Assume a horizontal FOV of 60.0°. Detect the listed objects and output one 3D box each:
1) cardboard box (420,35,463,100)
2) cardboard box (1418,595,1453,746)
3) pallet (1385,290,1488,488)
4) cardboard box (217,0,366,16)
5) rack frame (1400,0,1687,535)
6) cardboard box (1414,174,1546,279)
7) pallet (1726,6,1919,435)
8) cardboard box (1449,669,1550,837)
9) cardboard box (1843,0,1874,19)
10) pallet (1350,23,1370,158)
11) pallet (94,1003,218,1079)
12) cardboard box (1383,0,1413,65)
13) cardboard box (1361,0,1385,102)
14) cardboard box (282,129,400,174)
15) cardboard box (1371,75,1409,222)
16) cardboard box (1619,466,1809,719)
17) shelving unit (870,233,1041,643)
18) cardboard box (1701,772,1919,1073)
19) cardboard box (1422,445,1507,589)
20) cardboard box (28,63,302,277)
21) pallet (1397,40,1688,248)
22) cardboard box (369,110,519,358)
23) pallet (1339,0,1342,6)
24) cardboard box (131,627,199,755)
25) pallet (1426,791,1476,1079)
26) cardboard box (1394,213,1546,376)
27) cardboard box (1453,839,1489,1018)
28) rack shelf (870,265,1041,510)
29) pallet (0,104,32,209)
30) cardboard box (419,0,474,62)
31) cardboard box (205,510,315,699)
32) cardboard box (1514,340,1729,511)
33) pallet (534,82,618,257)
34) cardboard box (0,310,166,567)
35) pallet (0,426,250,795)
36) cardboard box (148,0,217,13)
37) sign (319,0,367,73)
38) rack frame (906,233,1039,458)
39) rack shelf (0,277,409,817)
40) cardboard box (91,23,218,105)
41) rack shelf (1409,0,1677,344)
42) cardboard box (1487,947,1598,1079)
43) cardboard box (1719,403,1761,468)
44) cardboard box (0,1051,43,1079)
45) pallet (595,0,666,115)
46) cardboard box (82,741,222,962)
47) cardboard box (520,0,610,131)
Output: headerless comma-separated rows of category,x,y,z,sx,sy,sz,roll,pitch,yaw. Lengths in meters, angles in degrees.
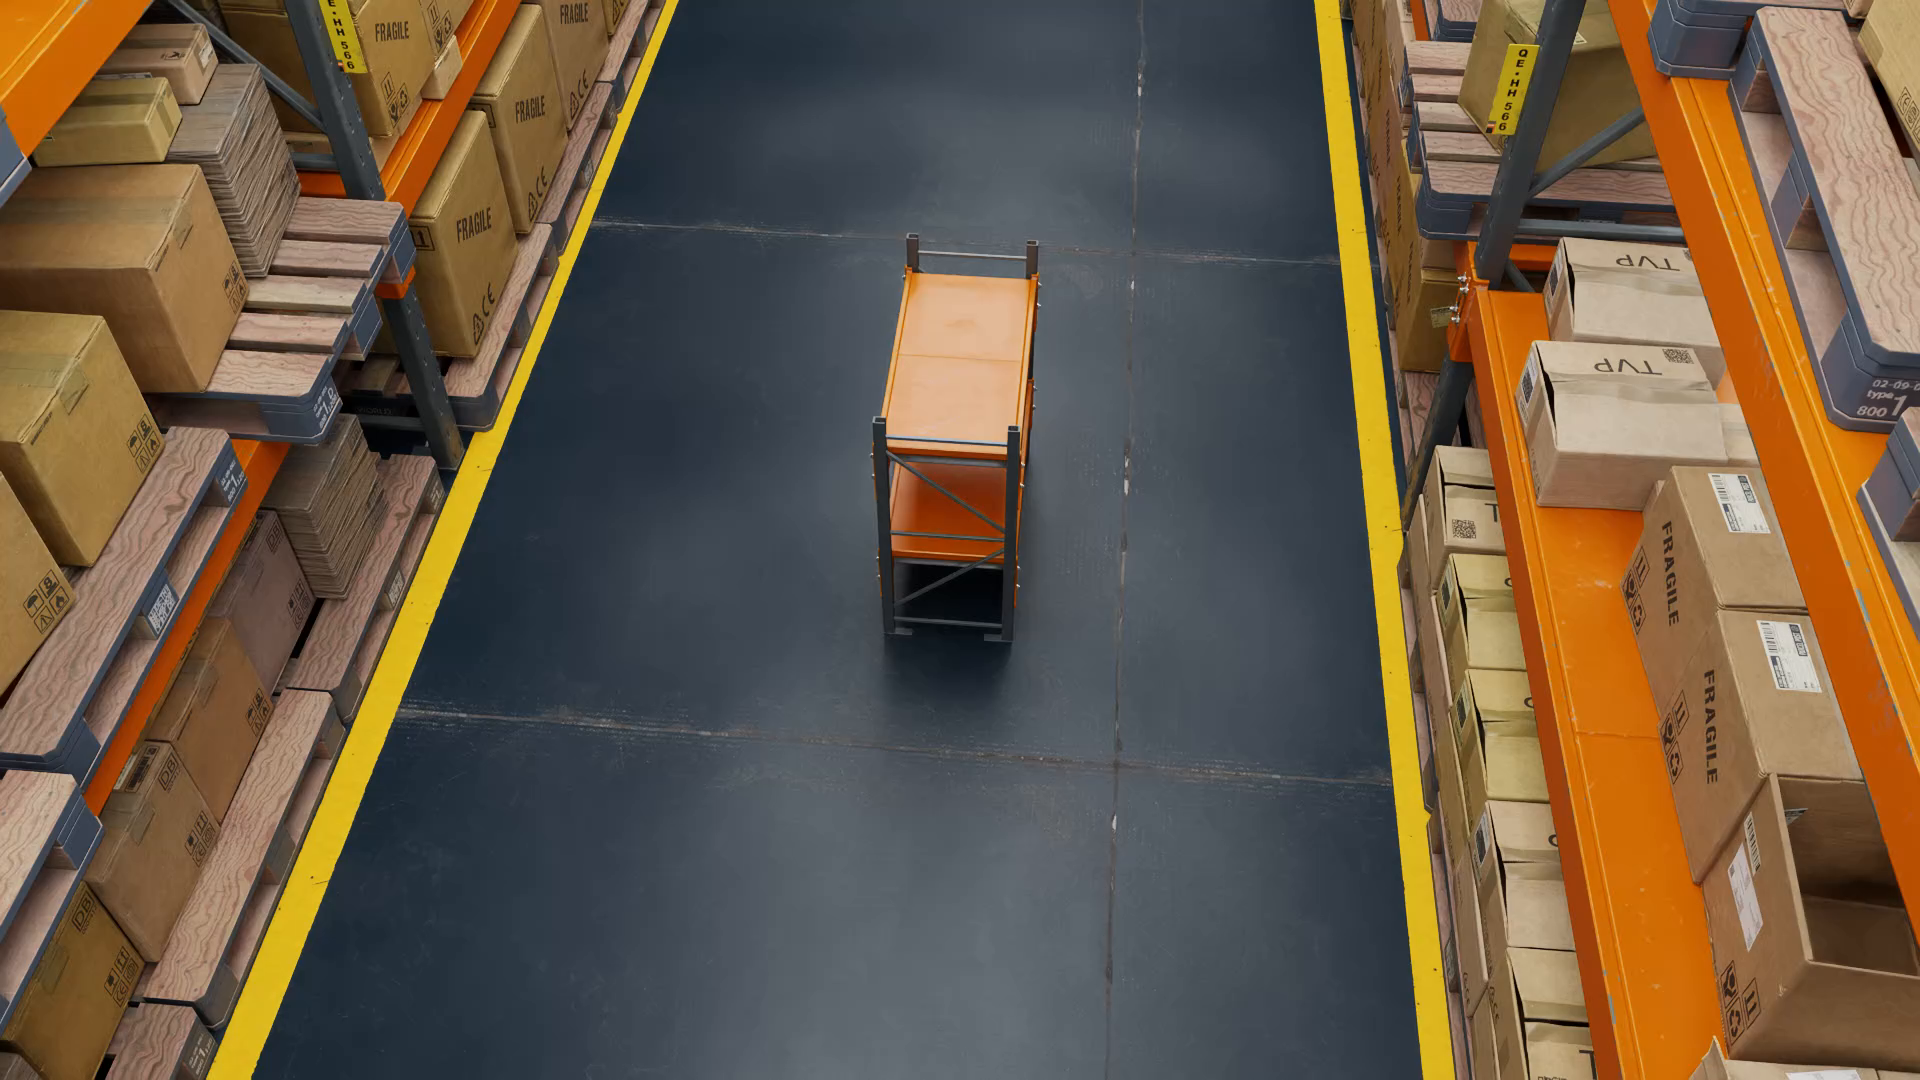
cardboard box,-2.220,-1.900,6.638,0.380,0.149,0.250,5,48,5
cardboard box,1.928,0.474,5.889,0.500,0.250,0.500,3,48,2
pallet,2.419,-0.652,7.229,1.003,0.211,1.213,4,48,4
cardboard box,-2.320,-2.109,5.881,0.500,0.250,0.500,5,48,4
rack frame,2.313,-1.047,5.701,1.000,3.000,0.127,4,48,4
cardboard box,2.165,-1.350,6.865,0.500,0.250,0.500,6,48,5
pallet,2.241,-0.669,3.450,1.003,0.211,1.213,6,48,5
cardboard box,1.885,0.676,5.323,0.500,0.311,0.500,3,48,2
cardboard box,2.298,-1.427,3.833,0.500,0.250,0.500,5,48,5
pallet,2.641,-2.445,8.869,1.003,0.211,1.213,4,48,4
pallet,-2.915,1.931,4.867,1.003,0.211,1.213,4,48,4
cardboard box,2.300,-2.470,7.890,0.500,0.250,0.500,4,48,4
cardboard box,2.353,-2.559,8.480,0.500,0.500,0.500,4,48,4
cardboard box,-2.360,-1.526,6.295,0.380,0.149,0.250,3,48,3
cardboard box,2.254,-1.821,7.805,0.500,0.500,0.500,2,48,2
cardboard box,2.176,0.153,4.535,0.500,0.500,0.500,2,48,1
shelving unit,0.001,-0.385,6.365,0.538,1.125,1.048,4,48,4
cardboard box,2.083,0.908,3.845,0.500,0.500,0.500,7,48,6
cardboard box,1.973,-0.085,6.020,0.500,0.311,0.500,5,48,5
cardboard box,-2.653,-1.214,5.487,0.700,0.500,0.500,-1,48,-1
pallet,2.305,-1.485,6.232,1.213,0.211,1.003,4,48,4
cardboard box,-2.423,-1.325,7.127,0.750,0.750,0.750,3,48,3
pallet,2.741,-3.550,9.880,1.003,0.211,1.213,4,48,4
cardboard box,-2.790,0.390,5.274,0.500,0.250,0.500,4,48,3
pallet,2.085,1.390,5.361,1.003,0.211,1.213,4,48,4
cardboard box,2.164,-1.055,7.104,0.500,0.500,0.500,6,48,5
cardboard box,1.839,1.233,5.194,0.500,0.250,0.500,5,48,4
rack shelf,0.001,-0.582,6.149,0.538,0.278,1.000,4,48,4
pallet,-2.731,-0.596,3.383,1.213,0.211,1.003,4,48,4
cardboard box,-2.264,-2.242,6.511,0.500,0.500,0.500,5,48,5
cardboard box,-2.797,0.221,5.937,0.700,0.500,0.500,4,48,3
cardboard box,2.039,-0.373,5.145,0.500,0.311,0.500,3,48,3
pallet,-2.360,-1.905,8.375,1.003,0.211,1.213,4,48,4
cardboard box,-2.745,-0.297,4.649,0.700,0.500,0.500,4,48,4
pallet,-2.760,0.145,4.741,1.003,0.211,1.213,4,48,4
cardboard box,-2.837,-2.122,5.893,0.500,0.250,0.500,5,48,5
sign,-2.079,-1.712,5.578,0.100,0.325,0.005,4,48,4
rack frame,0.047,-0.758,6.707,0.500,1.125,0.032,4,48,4
rack shelf,-2.803,0.335,4.924,1.077,0.370,4.000,4,48,4
cardboard box,-2.622,-1.523,5.331,0.380,0.149,0.250,-2,48,-2
rack shelf,2.495,-2.274,7.310,1.077,0.370,4.000,4,48,4
cardboard box,1.789,1.423,4.640,0.500,0.311,0.500,4,48,3
cardboard box,2.506,-0.283,5.172,0.380,0.149,0.250,4,48,4
cardboard box,-2.934,1.715,4.570,0.700,0.500,0.500,5,48,5
pallet,-2.251,-2.804,9.197,1.003,0.211,1.213,4,48,4
cardboard box,-2.851,0.960,5.261,0.700,0.500,0.500,4,48,4
cardboard box,-2.264,-2.593,8.287,0.750,0.750,0.750,5,48,5
